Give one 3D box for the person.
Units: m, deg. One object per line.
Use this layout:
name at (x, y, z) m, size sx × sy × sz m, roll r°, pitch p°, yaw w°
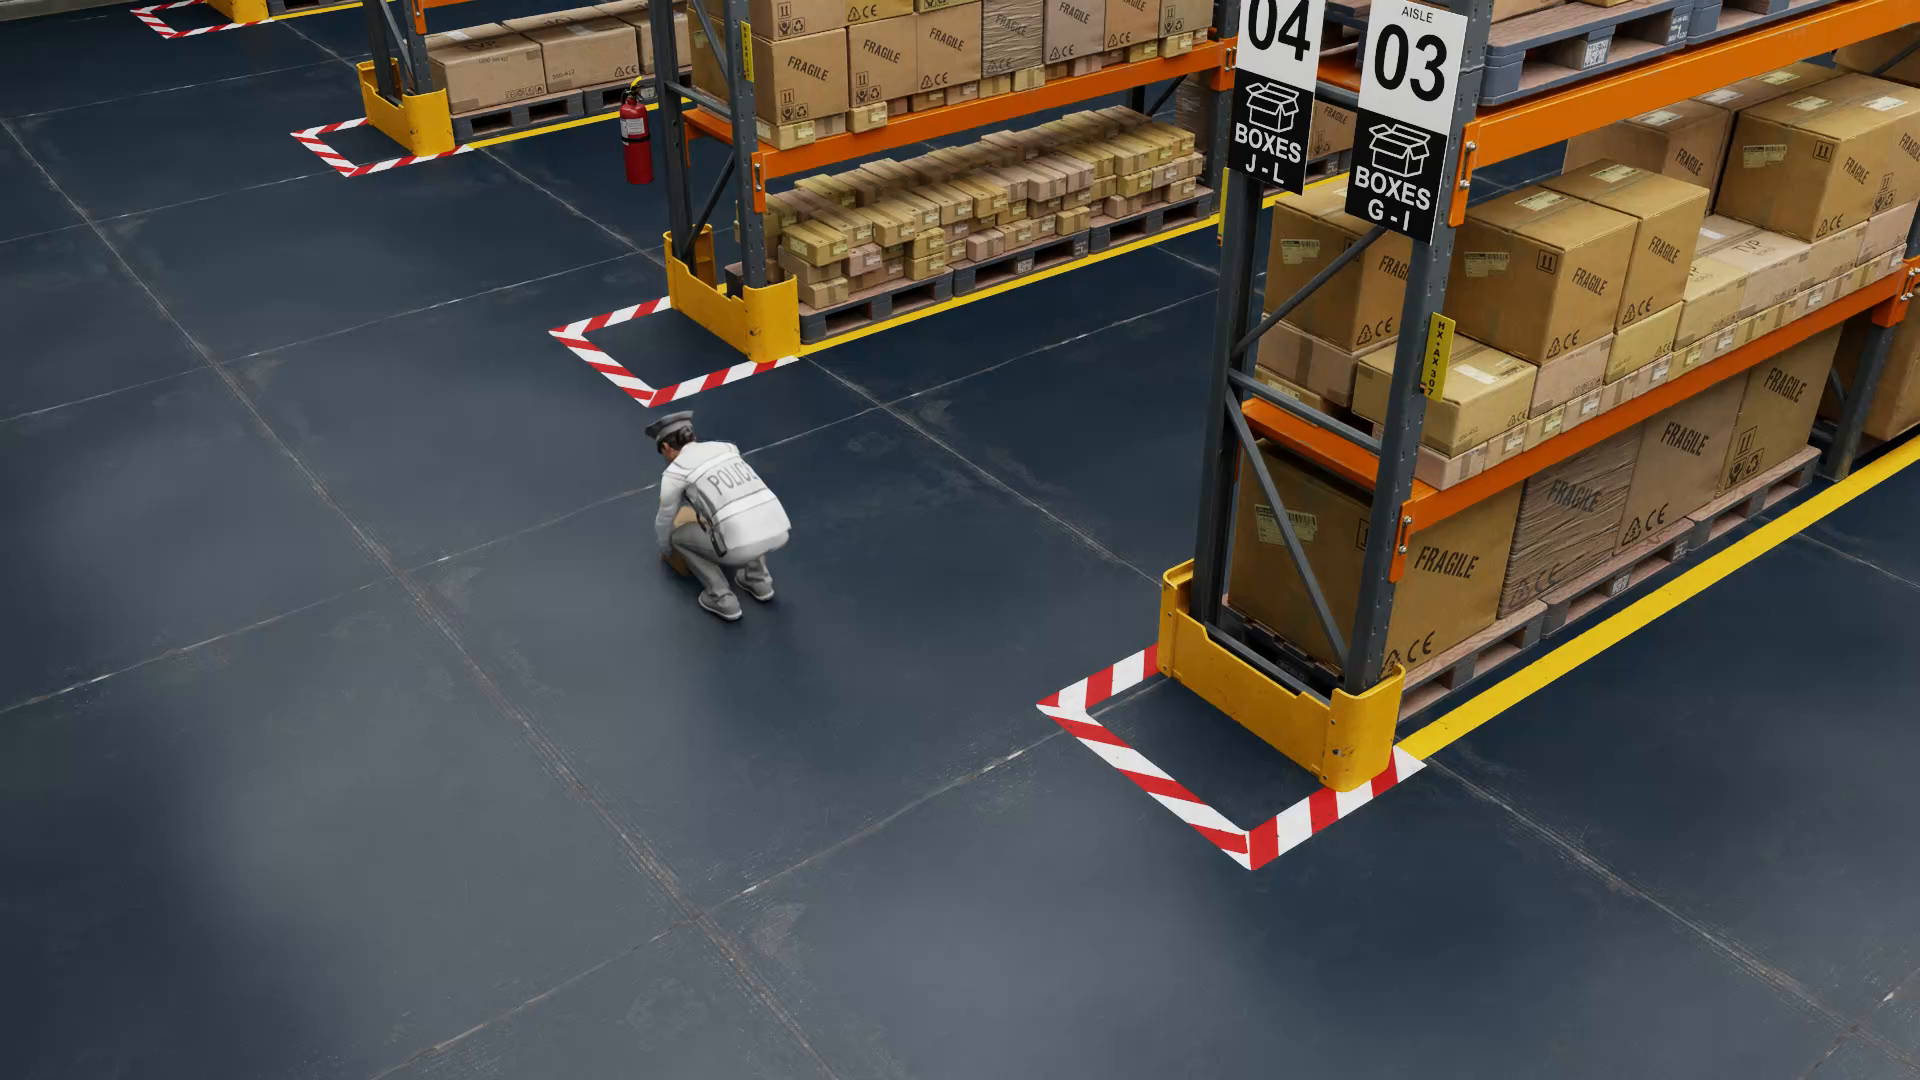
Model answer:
person at (-1.182, -0.129, 8.049) m, size 0.478 × 0.913 × 0.854 m, roll -23°, pitch 39°, yaw -31°
